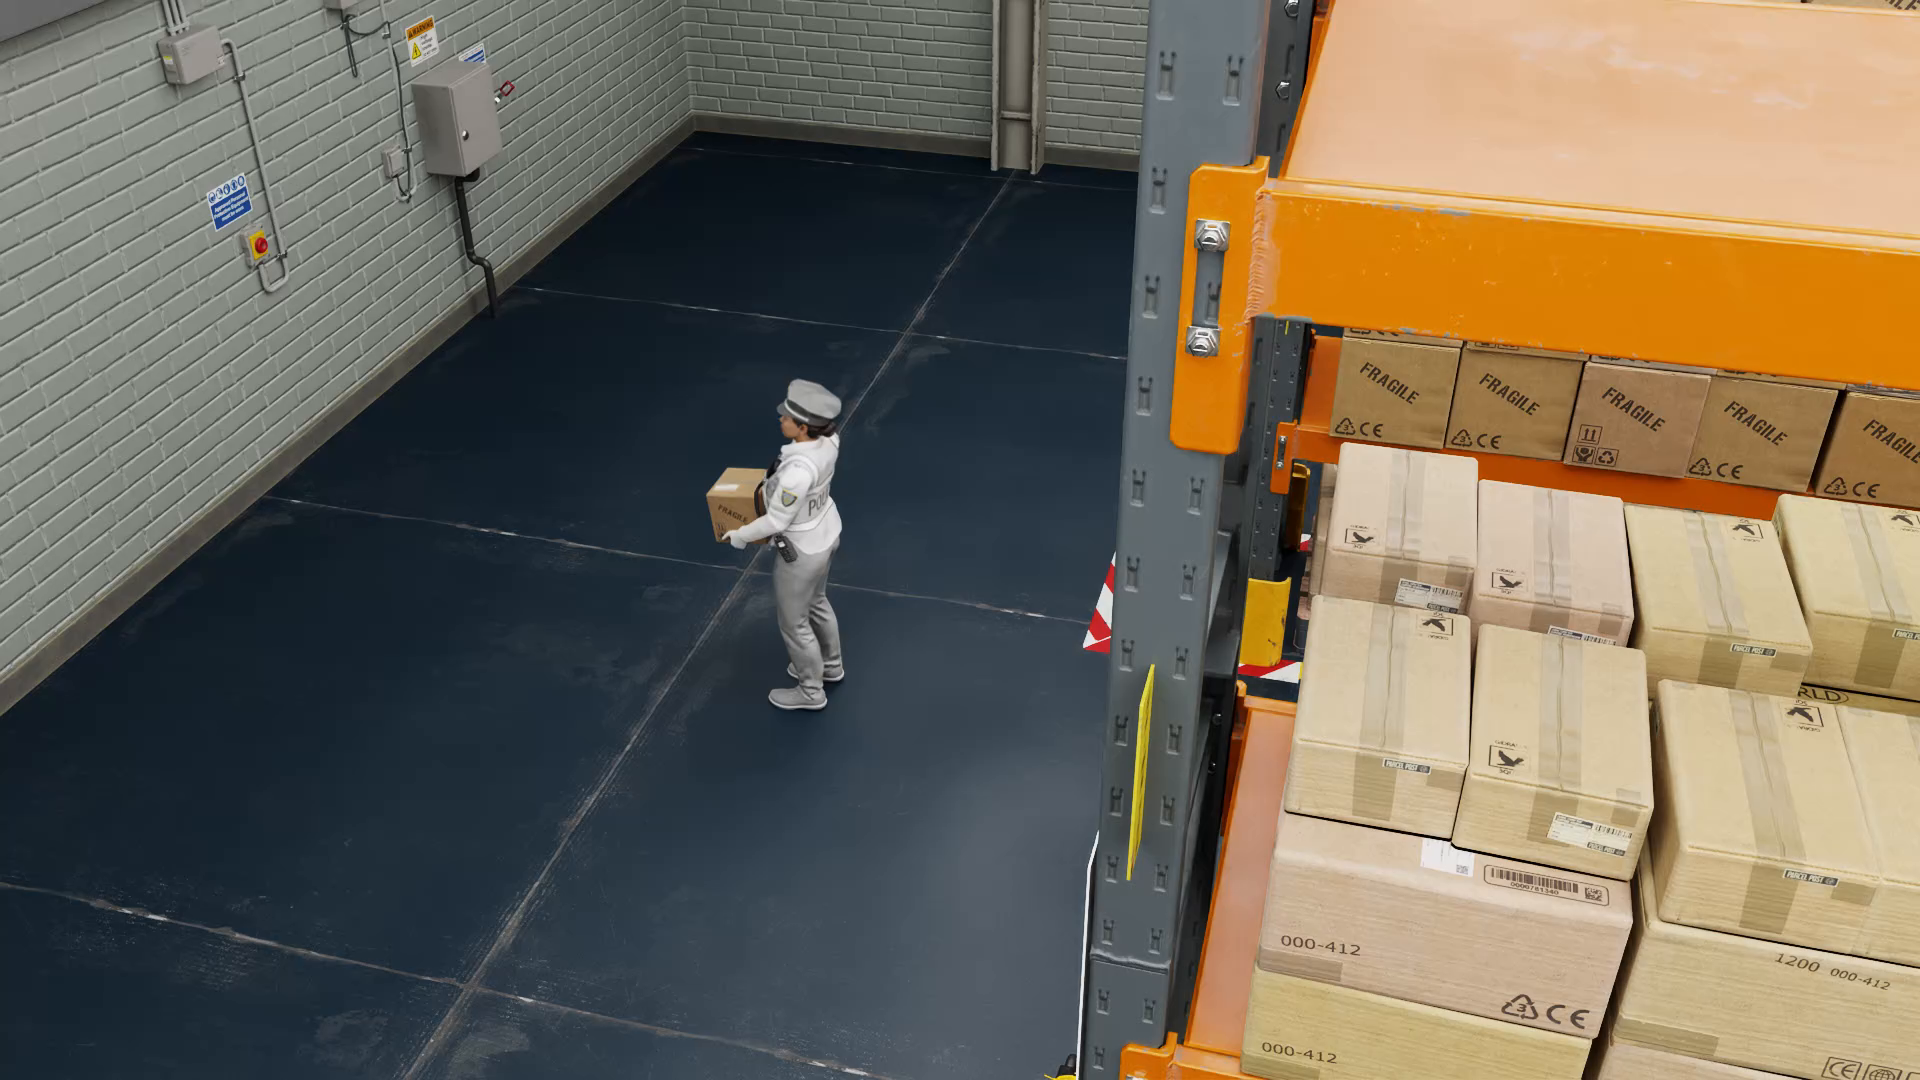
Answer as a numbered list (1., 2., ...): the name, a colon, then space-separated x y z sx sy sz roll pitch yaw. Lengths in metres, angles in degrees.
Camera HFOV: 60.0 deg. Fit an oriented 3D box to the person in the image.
1. person: -0.778 0.012 7.617 0.549 1.686 0.459 9 34 13
